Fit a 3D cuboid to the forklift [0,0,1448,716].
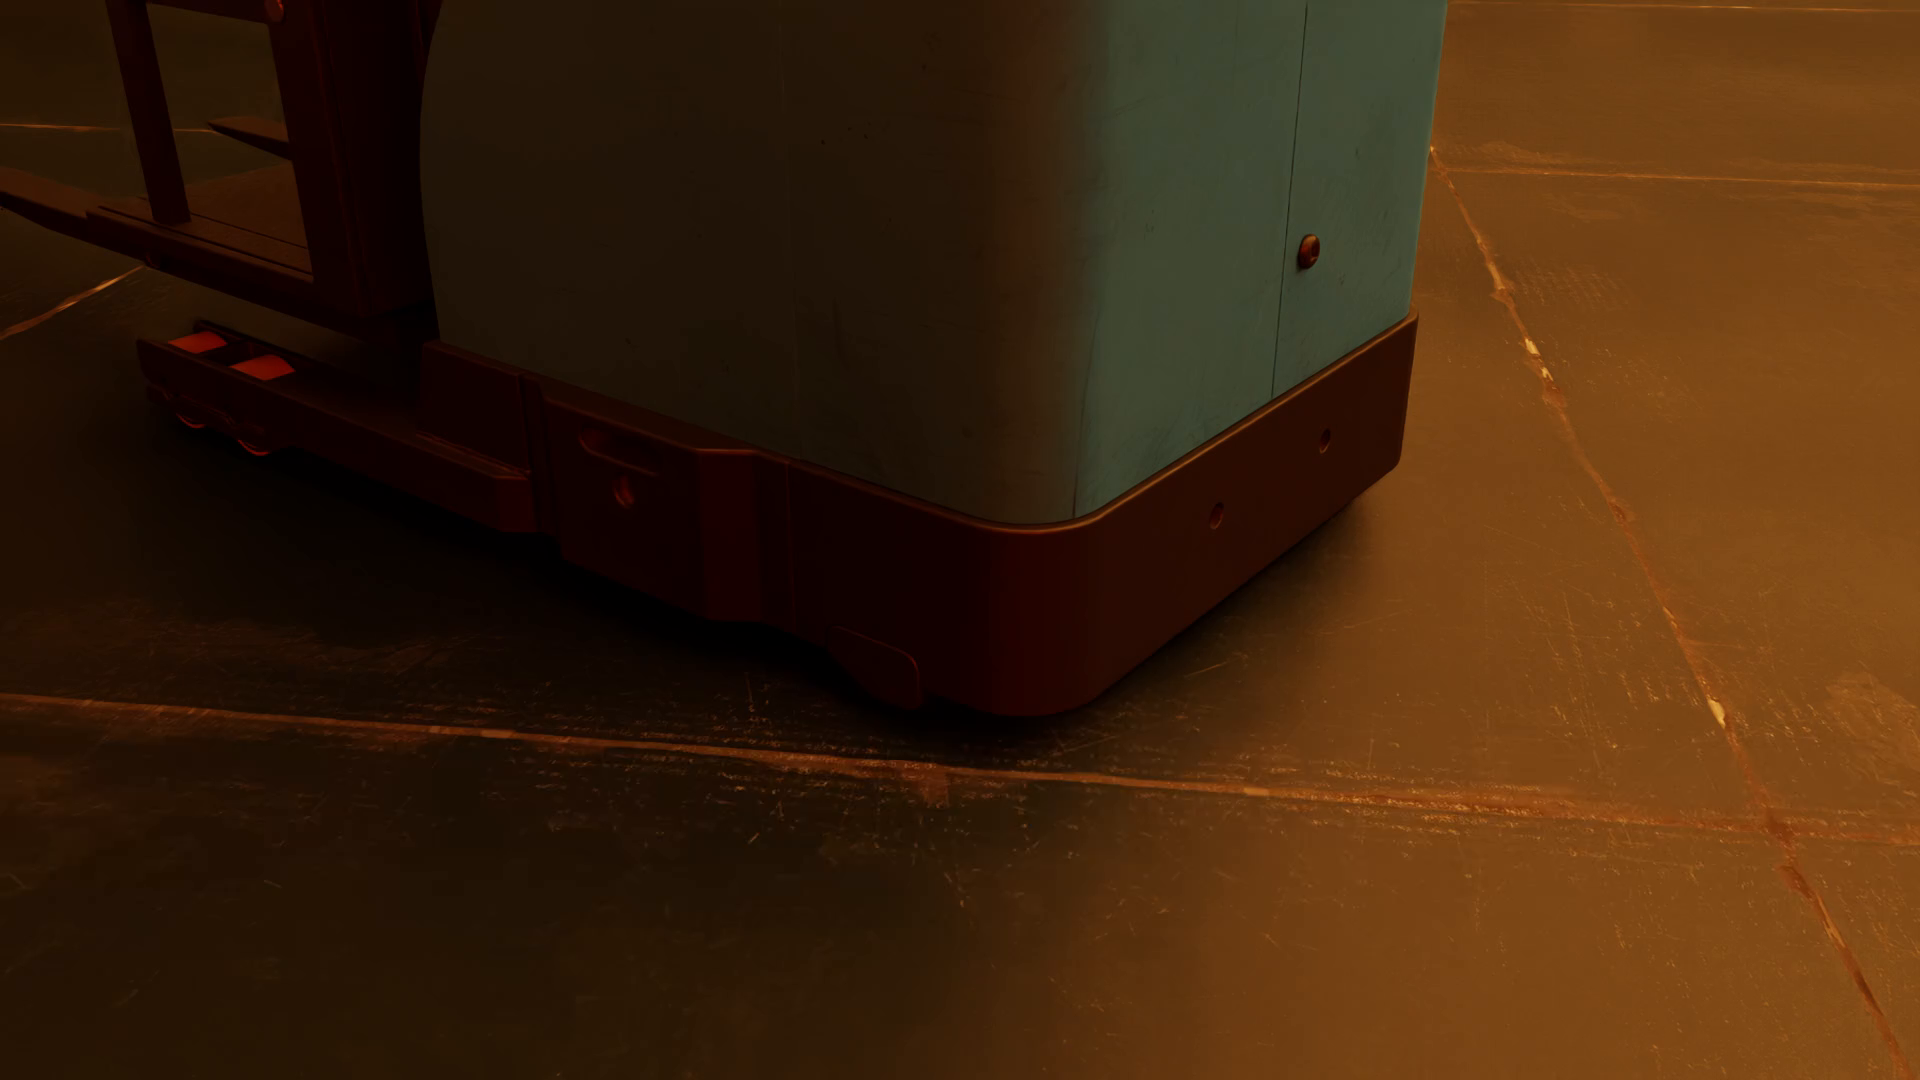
[{"bbox_3d":[-0.790,-1.619,2.462,3.031,2.935,1.130,19,32,33],"label":"forklift"}]
